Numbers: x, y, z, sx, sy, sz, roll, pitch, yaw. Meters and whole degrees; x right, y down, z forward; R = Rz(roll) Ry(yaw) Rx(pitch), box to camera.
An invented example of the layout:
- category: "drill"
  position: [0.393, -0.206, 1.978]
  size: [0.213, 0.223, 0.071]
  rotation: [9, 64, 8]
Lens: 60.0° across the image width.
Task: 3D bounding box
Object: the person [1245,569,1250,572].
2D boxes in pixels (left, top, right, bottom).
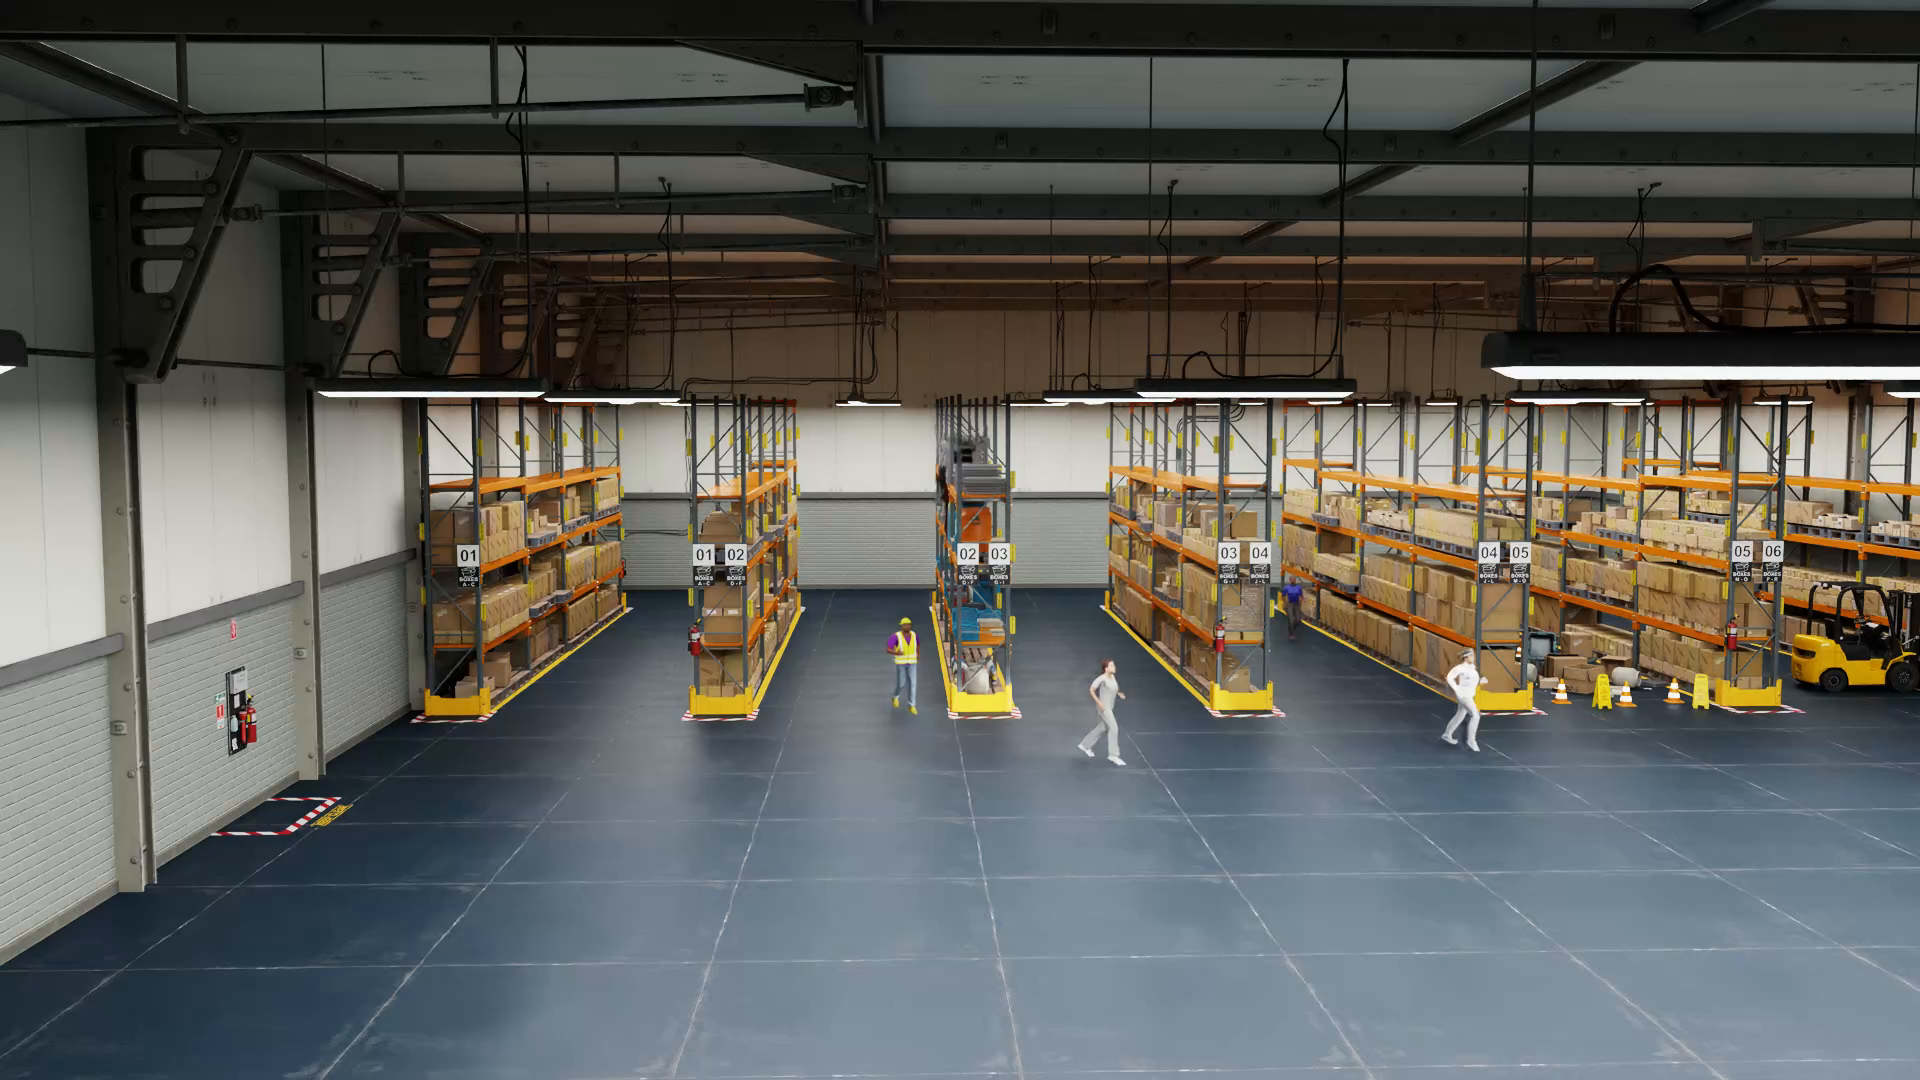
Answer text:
- category: "person"
  position: [7.953, 1.134, 47.370]
  size: [0.772, 1.744, 0.874]
  rotation: [2, 5, 26]

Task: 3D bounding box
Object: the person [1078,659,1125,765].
- category: "person"
  position: [2.317, 2.759, 26.979]
  size: [0.840, 1.702, 0.565]
  rotation: [2, 5, 25]

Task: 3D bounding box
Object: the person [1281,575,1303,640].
- category: "person"
  position: [8.261, 1.670, 41.321]
  size: [0.573, 1.604, 0.584]
  rotation: [0, 4, -1]

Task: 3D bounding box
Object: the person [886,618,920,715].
- category: "person"
  position: [-1.042, 2.363, 31.467]
  size: [0.710, 1.789, 0.864]
  rotation: [-1, 5, -18]

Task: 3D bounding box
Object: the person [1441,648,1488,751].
- category: "person"
  position: [8.533, 2.684, 28.106]
  size: [0.749, 1.756, 0.580]
  rotation: [3, 5, 35]
